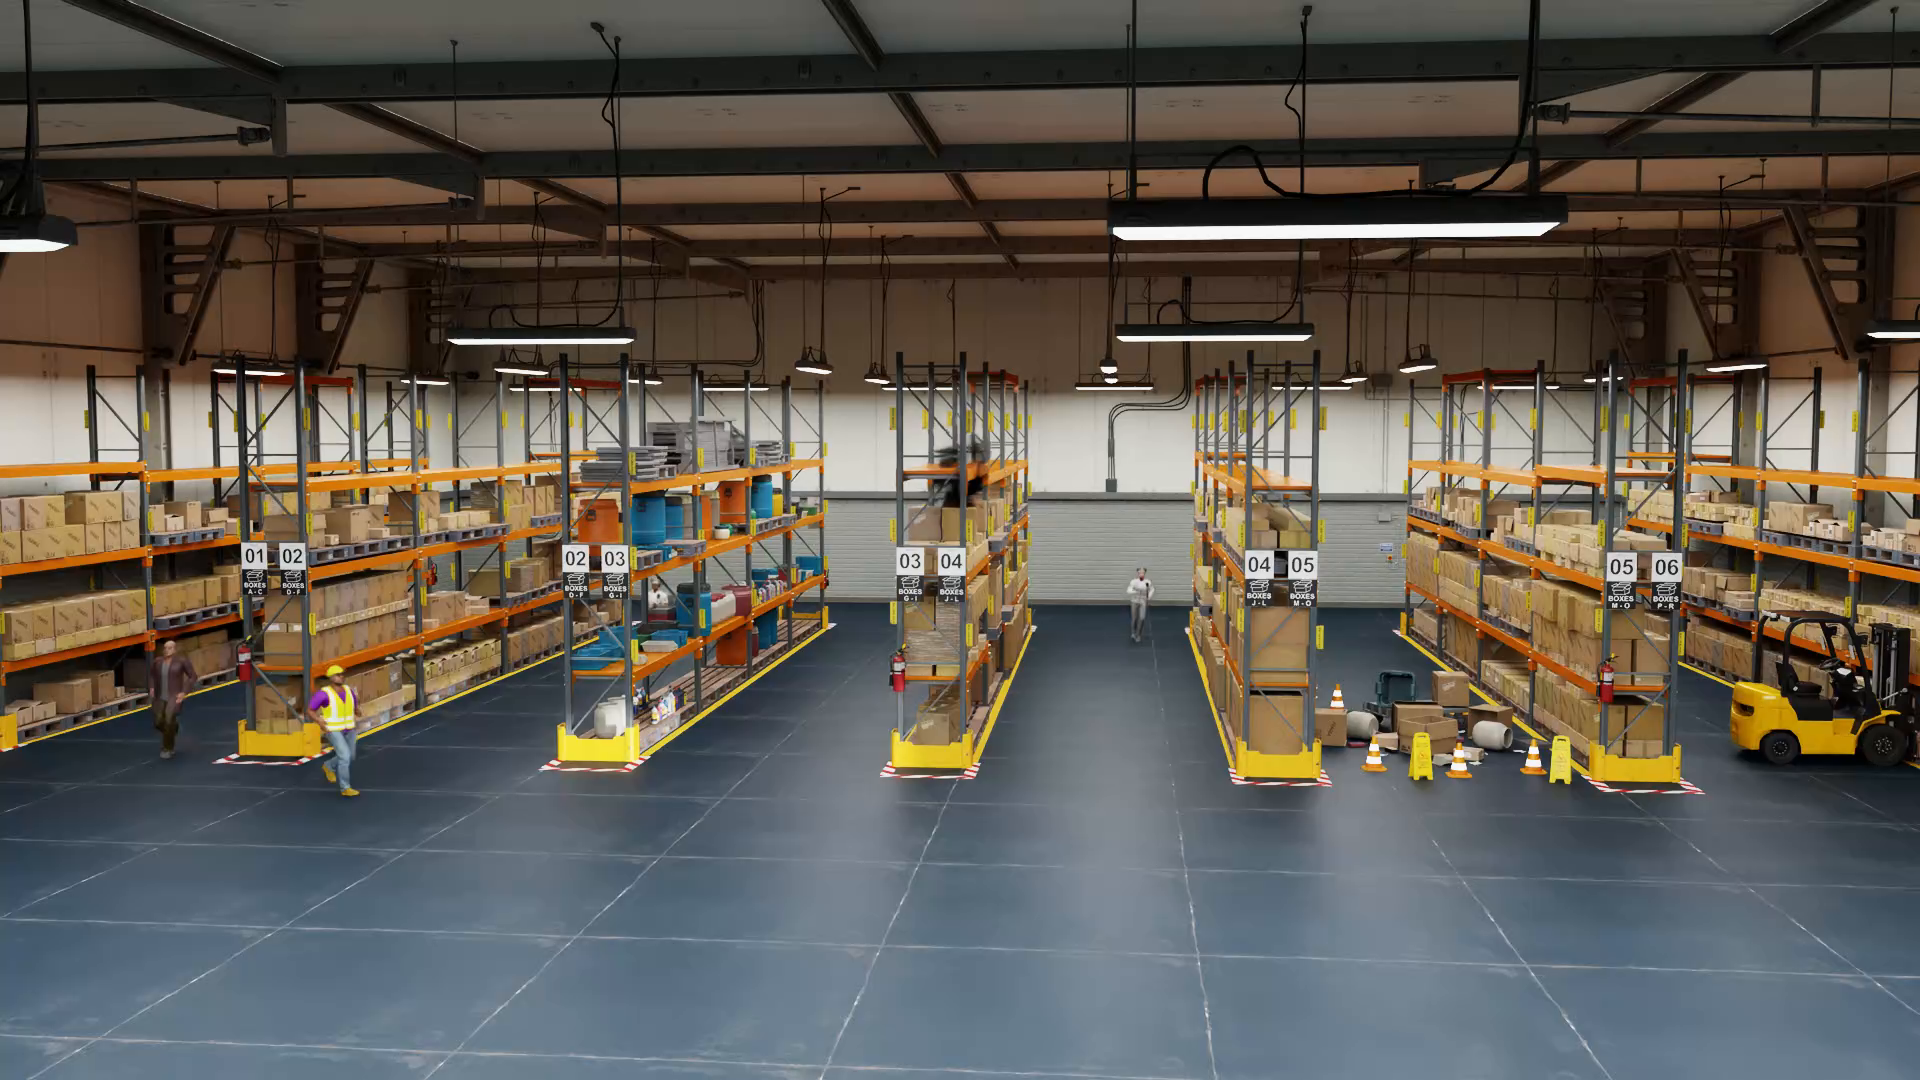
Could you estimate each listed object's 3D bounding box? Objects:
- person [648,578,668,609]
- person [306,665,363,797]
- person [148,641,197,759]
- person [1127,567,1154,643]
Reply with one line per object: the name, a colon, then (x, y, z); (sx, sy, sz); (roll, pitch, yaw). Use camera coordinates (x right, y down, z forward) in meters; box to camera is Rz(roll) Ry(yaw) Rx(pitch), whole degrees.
person: (-6.411, 1.646, 35.030); (0.570, 1.698, 0.929); (0, 4, 3)
person: (-8.365, 2.551, 22.339); (0.838, 1.736, 0.714); (3, 5, 32)
person: (-11.854, 2.417, 25.005); (0.739, 1.659, 0.634); (0, 4, 1)
person: (4.111, 1.479, 37.890); (0.613, 1.746, 0.724); (0, 4, 7)
